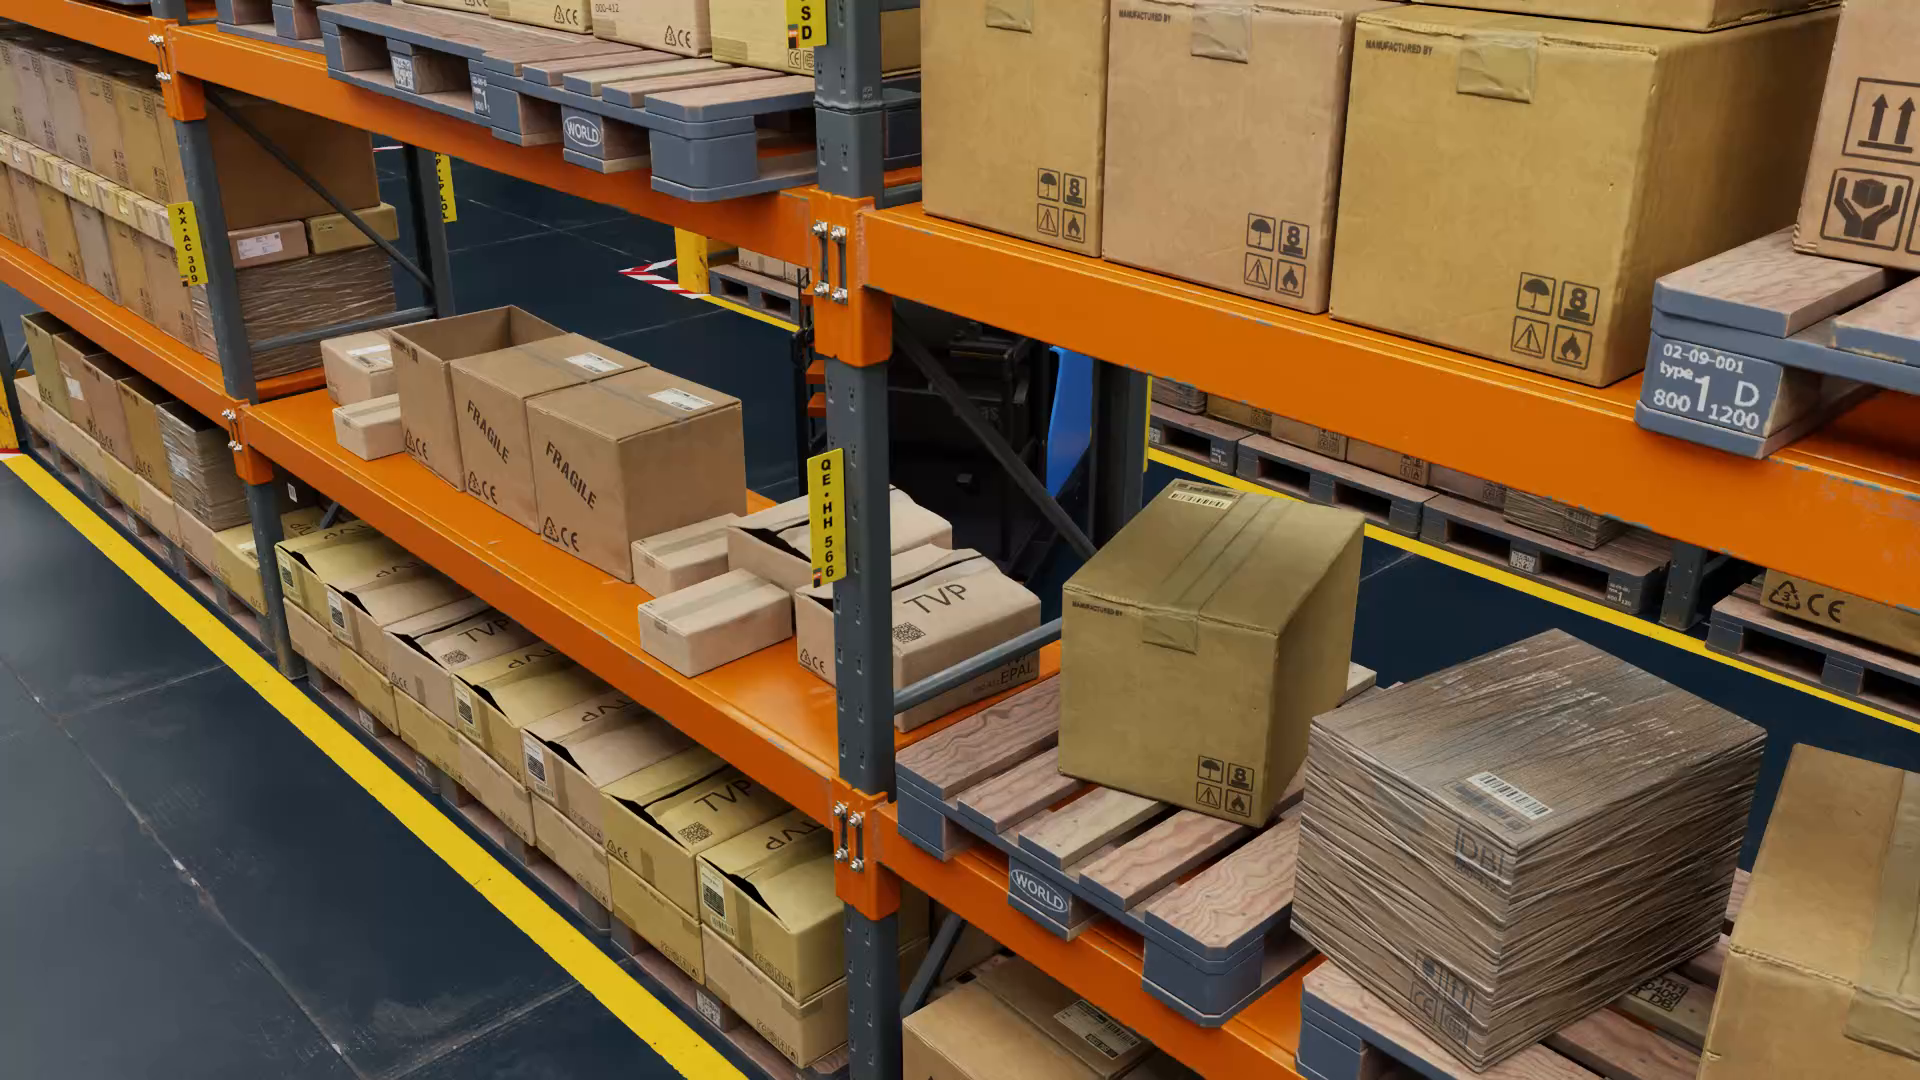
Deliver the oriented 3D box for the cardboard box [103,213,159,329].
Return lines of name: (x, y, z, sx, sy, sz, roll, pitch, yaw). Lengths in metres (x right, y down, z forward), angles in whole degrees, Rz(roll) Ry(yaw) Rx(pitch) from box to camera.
cardboard box: (-3.651, -1.381, 8.043, 0.700, 0.500, 0.500, -21, 32, -38)

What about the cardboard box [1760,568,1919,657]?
cardboard box: (4.116, -0.039, 7.306, 0.750, 0.750, 0.750, -22, 32, -39)

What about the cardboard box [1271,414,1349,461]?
cardboard box: (2.200, -0.835, 9.447, 0.700, 0.500, 0.500, -21, 32, -38)

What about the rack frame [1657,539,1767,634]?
rack frame: (3.710, -1.086, 7.517, 1.000, 3.000, 0.127, -21, 32, -38)

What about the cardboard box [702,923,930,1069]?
cardboard box: (-0.441, 1.290, 5.116, 0.500, 0.250, 0.500, -20, 31, -37)

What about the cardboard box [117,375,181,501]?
cardboard box: (-3.792, -0.557, 8.260, 0.500, 0.500, 0.500, -21, 32, -38)

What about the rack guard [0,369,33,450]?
rack guard: (-5.388, -0.974, 10.282, 1.175, 0.500, 0.348, -21, 32, -38)

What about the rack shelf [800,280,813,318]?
rack shelf: (-0.630, -1.338, 9.291, 0.480, 0.148, 0.258, 3, 25, 6)

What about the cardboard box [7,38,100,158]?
cardboard box: (-4.317, -2.268, 8.424, 0.700, 0.500, 0.500, -21, 32, -38)

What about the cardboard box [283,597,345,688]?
cardboard box: (-2.543, 0.361, 7.153, 0.500, 0.250, 0.500, -22, 33, -40)

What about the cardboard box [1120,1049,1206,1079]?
cardboard box: (0.561, 1.633, 4.038, 0.500, 0.500, 0.500, 22, 33, 40)

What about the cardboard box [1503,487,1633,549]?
cardboard box: (3.179, -0.353, 8.391, 0.700, 0.500, 0.500, -21, 32, -38)

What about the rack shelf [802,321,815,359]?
rack shelf: (-0.630, -1.123, 9.389, 0.480, 0.148, 0.258, 3, 25, 6)

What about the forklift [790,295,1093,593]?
forklift: (-0.185, -1.083, 7.594, 1.130, 2.935, 3.031, 7, 26, 15)

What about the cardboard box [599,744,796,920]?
cardboard box: (-0.802, 0.880, 5.337, 0.500, 0.311, 0.500, -22, 32, -39)

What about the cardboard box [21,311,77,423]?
cardboard box: (-4.824, -1.008, 9.250, 0.500, 0.500, 0.500, -21, 32, -38)

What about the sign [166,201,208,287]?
sign: (-3.042, -1.164, 6.549, 0.100, 0.325, 0.005, -21, 32, -38)

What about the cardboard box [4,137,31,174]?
cardboard box: (-4.738, -2.032, 8.688, 0.380, 0.149, 0.250, -22, 32, -39)

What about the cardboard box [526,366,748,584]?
cardboard box: (-1.063, -0.229, 5.518, 0.500, 0.500, 0.500, 22, 32, 39)

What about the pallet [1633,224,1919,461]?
pallet: (1.725, -0.278, 2.358, 1.213, 0.211, 1.003, -21, 32, -38)

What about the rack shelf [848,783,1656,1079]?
rack shelf: (1.463, 1.253, 3.256, 1.077, 0.370, 4.000, -21, 32, -38)

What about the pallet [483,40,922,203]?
pallet: (-0.433, -1.139, 4.246, 1.213, 0.211, 1.003, -19, 31, -36)

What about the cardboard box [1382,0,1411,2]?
cardboard box: (0.738, -1.257, 2.951, 0.500, 0.500, 0.500, -21, 32, -38)

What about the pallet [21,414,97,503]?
pallet: (-4.818, -0.615, 9.844, 1.003, 0.211, 1.213, -21, 32, -38)

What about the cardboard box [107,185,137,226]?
cardboard box: (-3.674, -1.563, 7.660, 0.380, 0.149, 0.250, -21, 32, -39)

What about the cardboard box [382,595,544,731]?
cardboard box: (-1.844, 0.418, 6.350, 0.500, 0.311, 0.500, 23, 33, 40)

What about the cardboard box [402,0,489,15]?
cardboard box: (-1.376, -1.783, 5.105, 0.500, 0.250, 0.500, 20, 32, 37)

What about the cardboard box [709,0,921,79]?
cardboard box: (-0.255, -1.289, 4.022, 0.500, 0.250, 0.500, 21, 32, 38)

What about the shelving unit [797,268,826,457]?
shelving unit: (-0.630, -0.981, 9.454, 0.503, 1.200, 0.258, 3, 25, 6)

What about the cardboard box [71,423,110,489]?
cardboard box: (-4.482, -0.516, 9.074, 0.500, 0.250, 0.500, -21, 32, -38)

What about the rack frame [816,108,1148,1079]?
rack frame: (0.096, 0.320, 4.435, 1.000, 3.000, 0.127, -21, 32, -38)

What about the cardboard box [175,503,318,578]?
cardboard box: (-3.449, -0.065, 8.085, 0.500, 0.250, 0.500, -21, 32, -38)

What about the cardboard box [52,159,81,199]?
cardboard box: (-4.211, -1.798, 8.176, 0.380, 0.149, 0.250, -21, 32, -38)

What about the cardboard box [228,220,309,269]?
cardboard box: (-2.980, -1.254, 6.983, 0.380, 0.149, 0.250, -21, 32, -38)

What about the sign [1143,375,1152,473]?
sign: (0.486, -0.328, 4.554, 0.100, 0.325, 0.005, -21, 32, -38)

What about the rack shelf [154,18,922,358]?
rack shelf: (-1.271, -1.323, 5.289, 1.077, 0.370, 4.000, -21, 32, -38)

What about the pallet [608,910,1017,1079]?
pallet: (-0.438, 1.328, 5.584, 1.003, 0.211, 1.213, -21, 32, -38)

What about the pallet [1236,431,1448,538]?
pallet: (2.347, -0.424, 9.426, 1.003, 0.211, 1.213, -21, 32, -38)

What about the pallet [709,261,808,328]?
pallet: (-1.177, -1.962, 12.797, 1.003, 0.211, 1.213, -21, 32, -38)

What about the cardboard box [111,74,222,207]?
cardboard box: (-3.292, -1.813, 7.427, 0.700, 0.500, 0.500, -21, 32, -39)

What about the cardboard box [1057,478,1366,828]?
cardboard box: (0.609, 0.242, 3.978, 0.500, 0.500, 0.700, 12, 27, 25)

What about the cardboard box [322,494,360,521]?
cardboard box: (-2.726, -0.402, 7.922, 0.500, 0.500, 0.500, -21, 32, -38)

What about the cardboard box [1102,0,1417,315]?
cardboard box: (0.768, -0.813, 3.184, 0.910, 0.500, 0.500, -21, 32, -38)

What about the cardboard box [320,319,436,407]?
cardboard box: (-2.269, -0.687, 6.822, 0.500, 0.250, 0.500, -19, 31, -35)

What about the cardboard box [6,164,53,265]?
cardboard box: (-4.700, -1.846, 9.063, 0.700, 0.500, 0.500, -20, 31, -37)

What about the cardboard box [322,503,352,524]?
cardboard box: (-2.733, -0.058, 8.071, 0.500, 0.250, 0.500, -21, 32, -38)

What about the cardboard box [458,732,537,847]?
cardboard box: (-1.492, 0.826, 6.132, 0.500, 0.250, 0.500, -20, 32, -38)

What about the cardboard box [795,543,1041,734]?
cardboard box: (-0.121, 0.238, 4.722, 0.500, 0.311, 0.500, -19, 31, -35)
